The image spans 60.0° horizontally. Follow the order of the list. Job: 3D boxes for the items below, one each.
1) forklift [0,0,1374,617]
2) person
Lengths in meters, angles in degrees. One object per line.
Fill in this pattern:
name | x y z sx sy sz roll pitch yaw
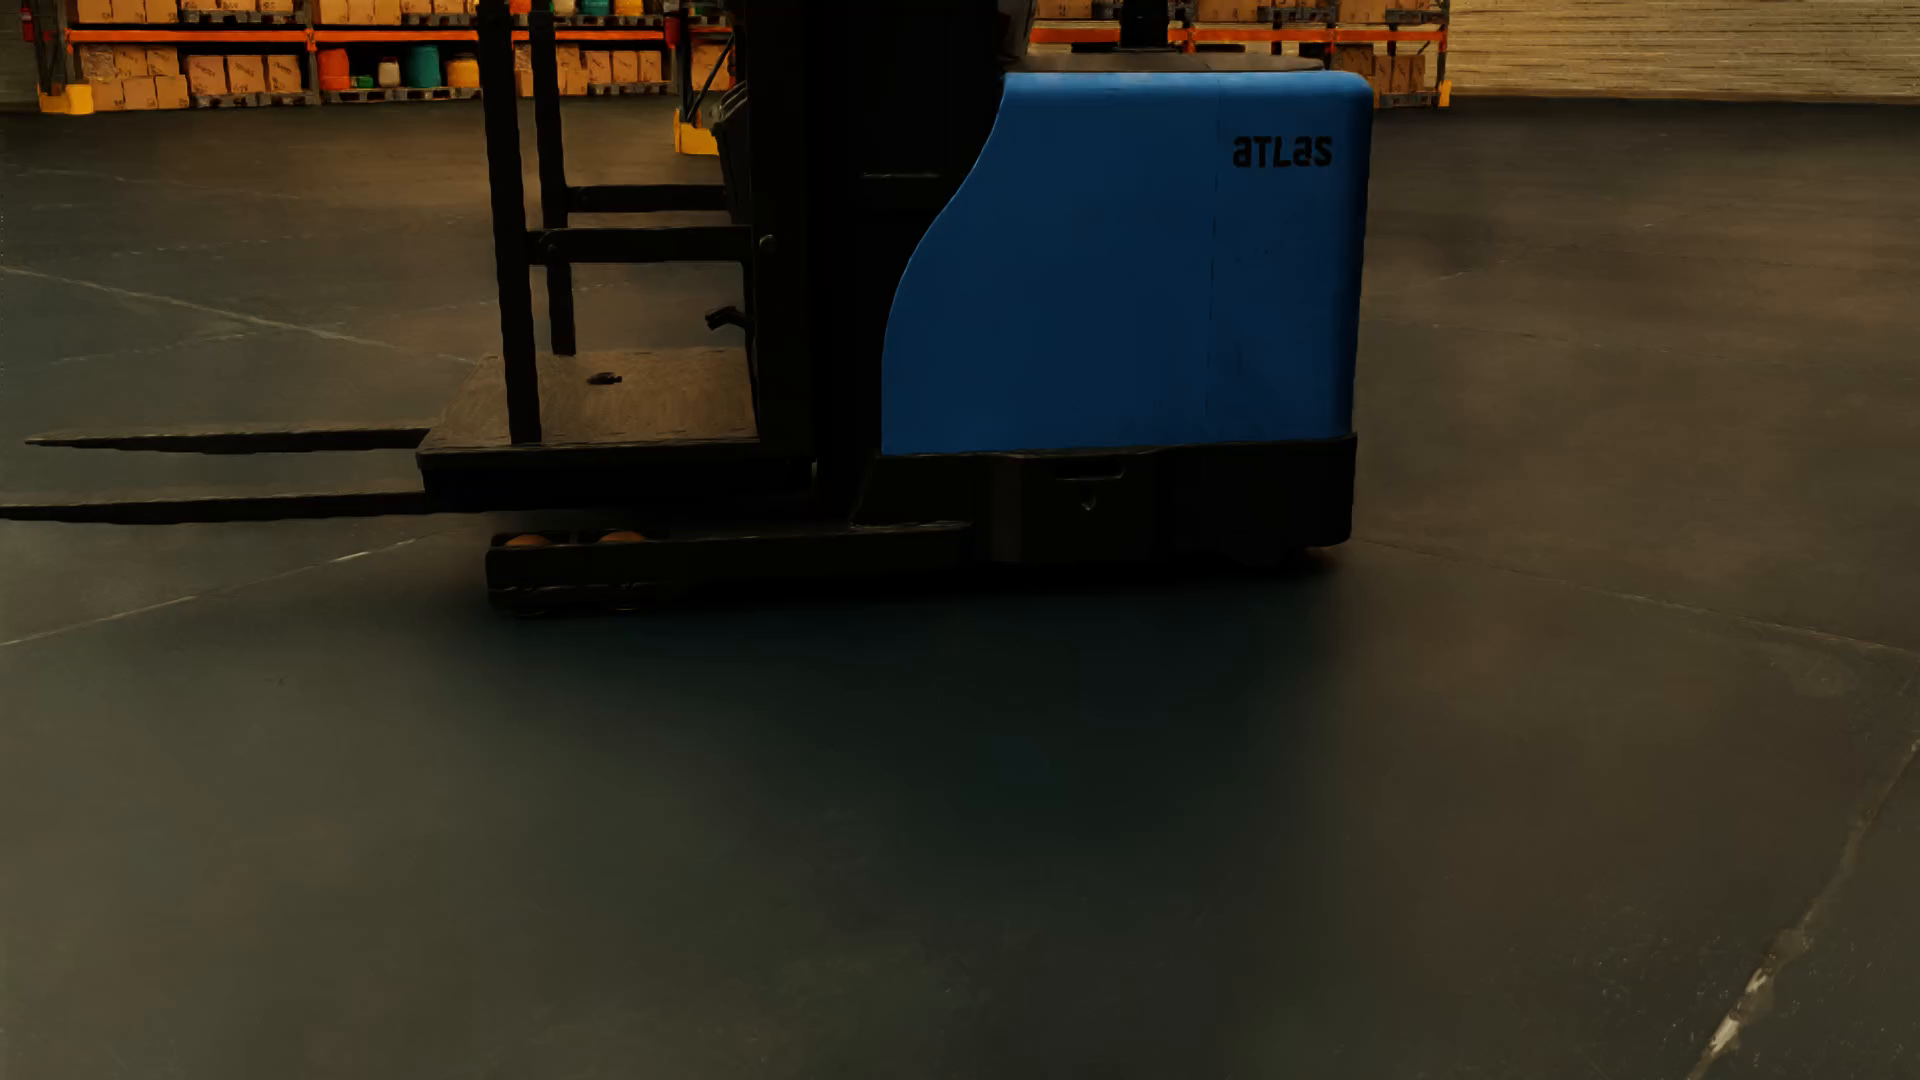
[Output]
forklift | -0.685 -1.409 3.537 3.031 2.935 1.130 -2 17 -8
person | -0.111 -0.905 3.634 0.625 1.608 0.548 -2 17 -7
